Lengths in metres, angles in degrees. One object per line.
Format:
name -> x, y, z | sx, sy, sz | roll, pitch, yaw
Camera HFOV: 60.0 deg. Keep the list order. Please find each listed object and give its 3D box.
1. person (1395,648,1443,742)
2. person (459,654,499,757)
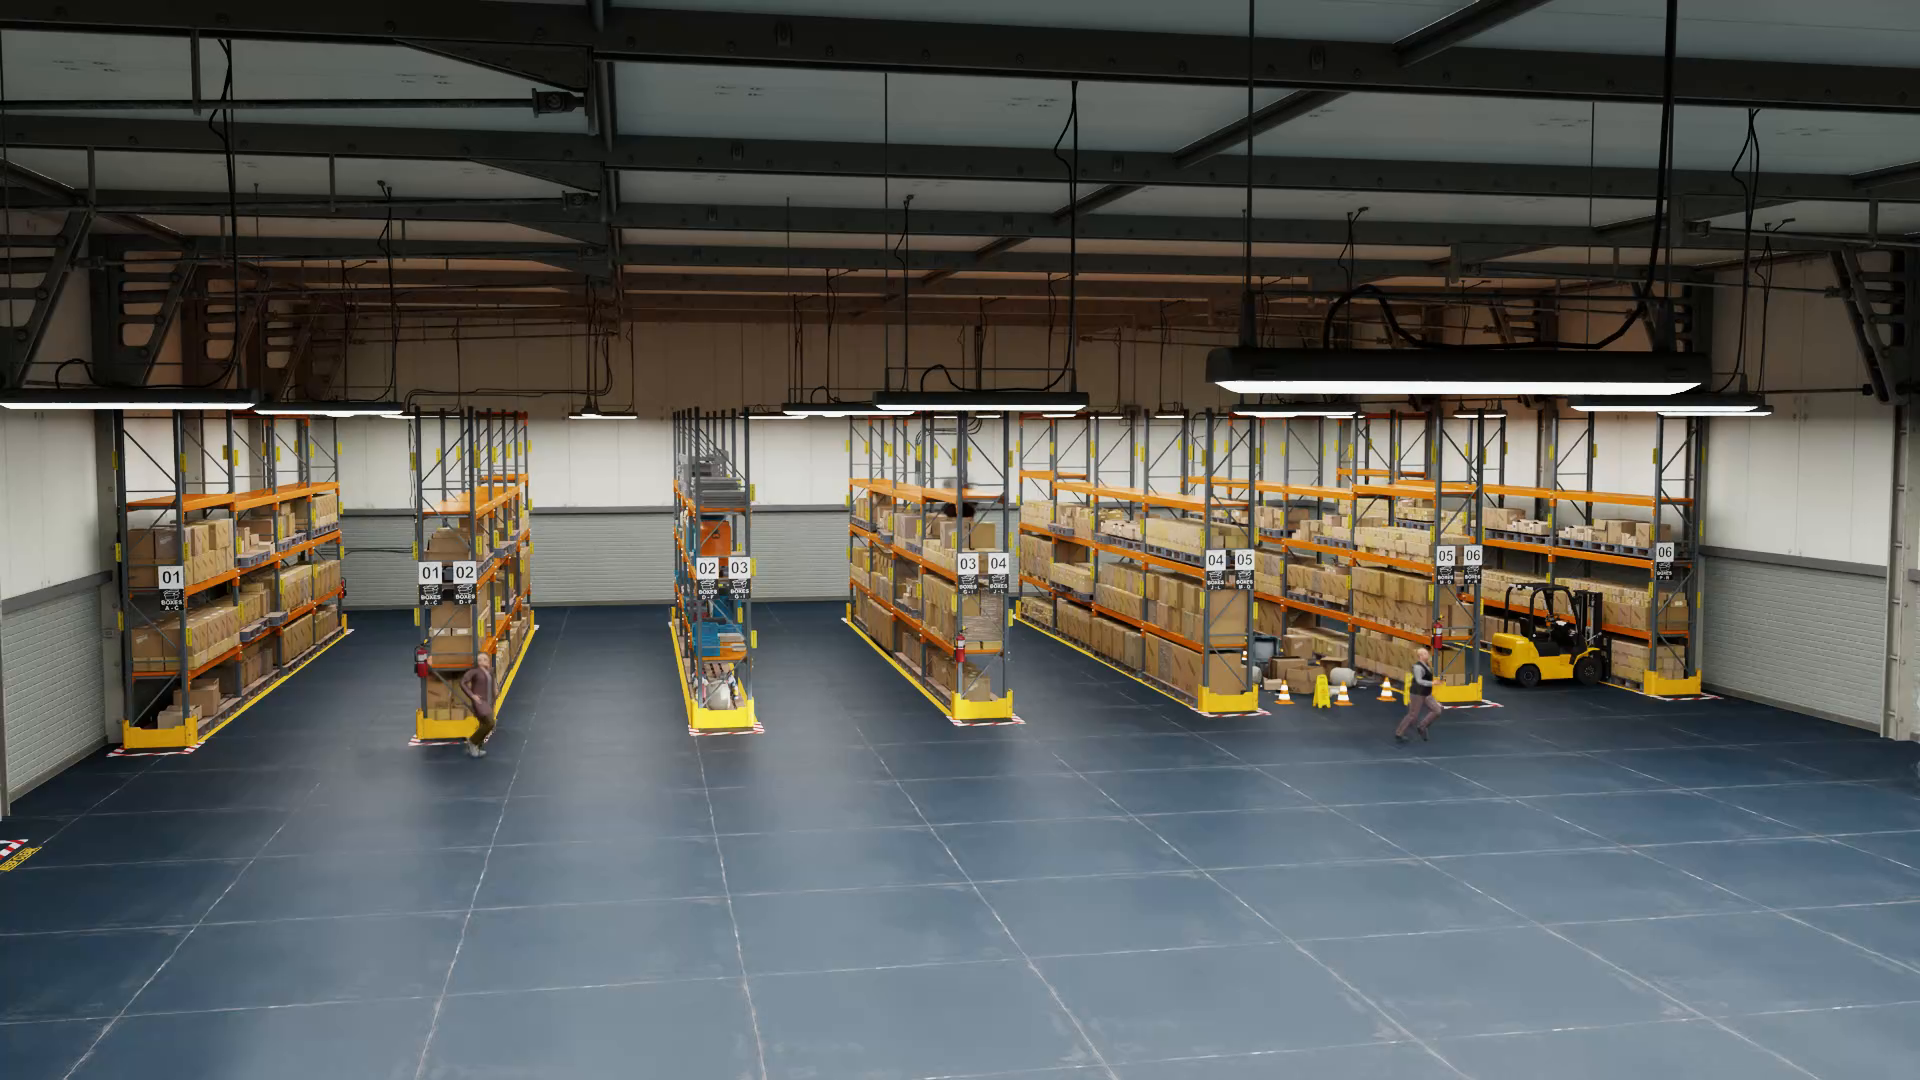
person -> 8.208, 2.759, 29.581 | 0.848, 1.693, 0.664 | 3, 5, 37
person -> -8.170, 2.820, 28.491 | 0.585, 1.741, 0.742 | 1, 4, 18
